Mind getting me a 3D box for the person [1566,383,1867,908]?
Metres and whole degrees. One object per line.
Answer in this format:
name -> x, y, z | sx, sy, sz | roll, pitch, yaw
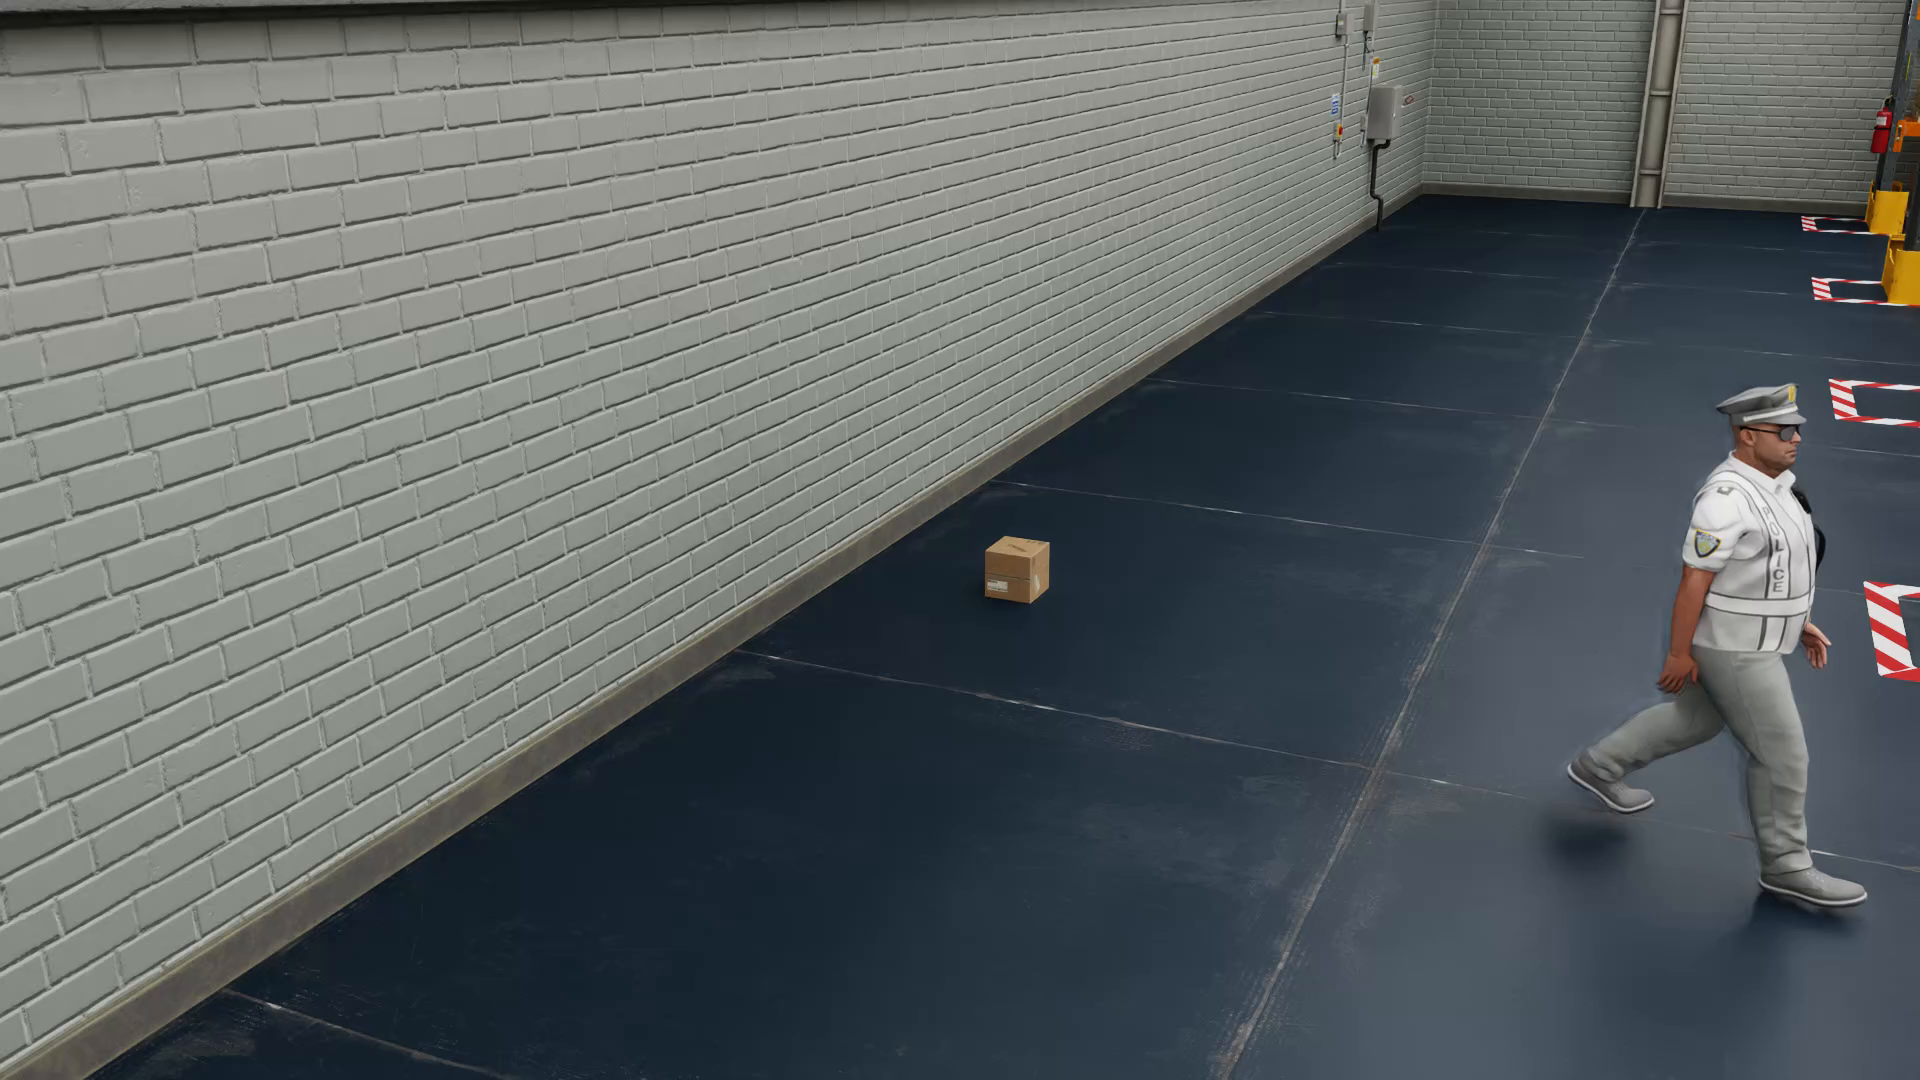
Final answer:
person -> 2.645, 0.300, 5.631 | 1.056, 1.726, 0.533 | 13, 23, 34
